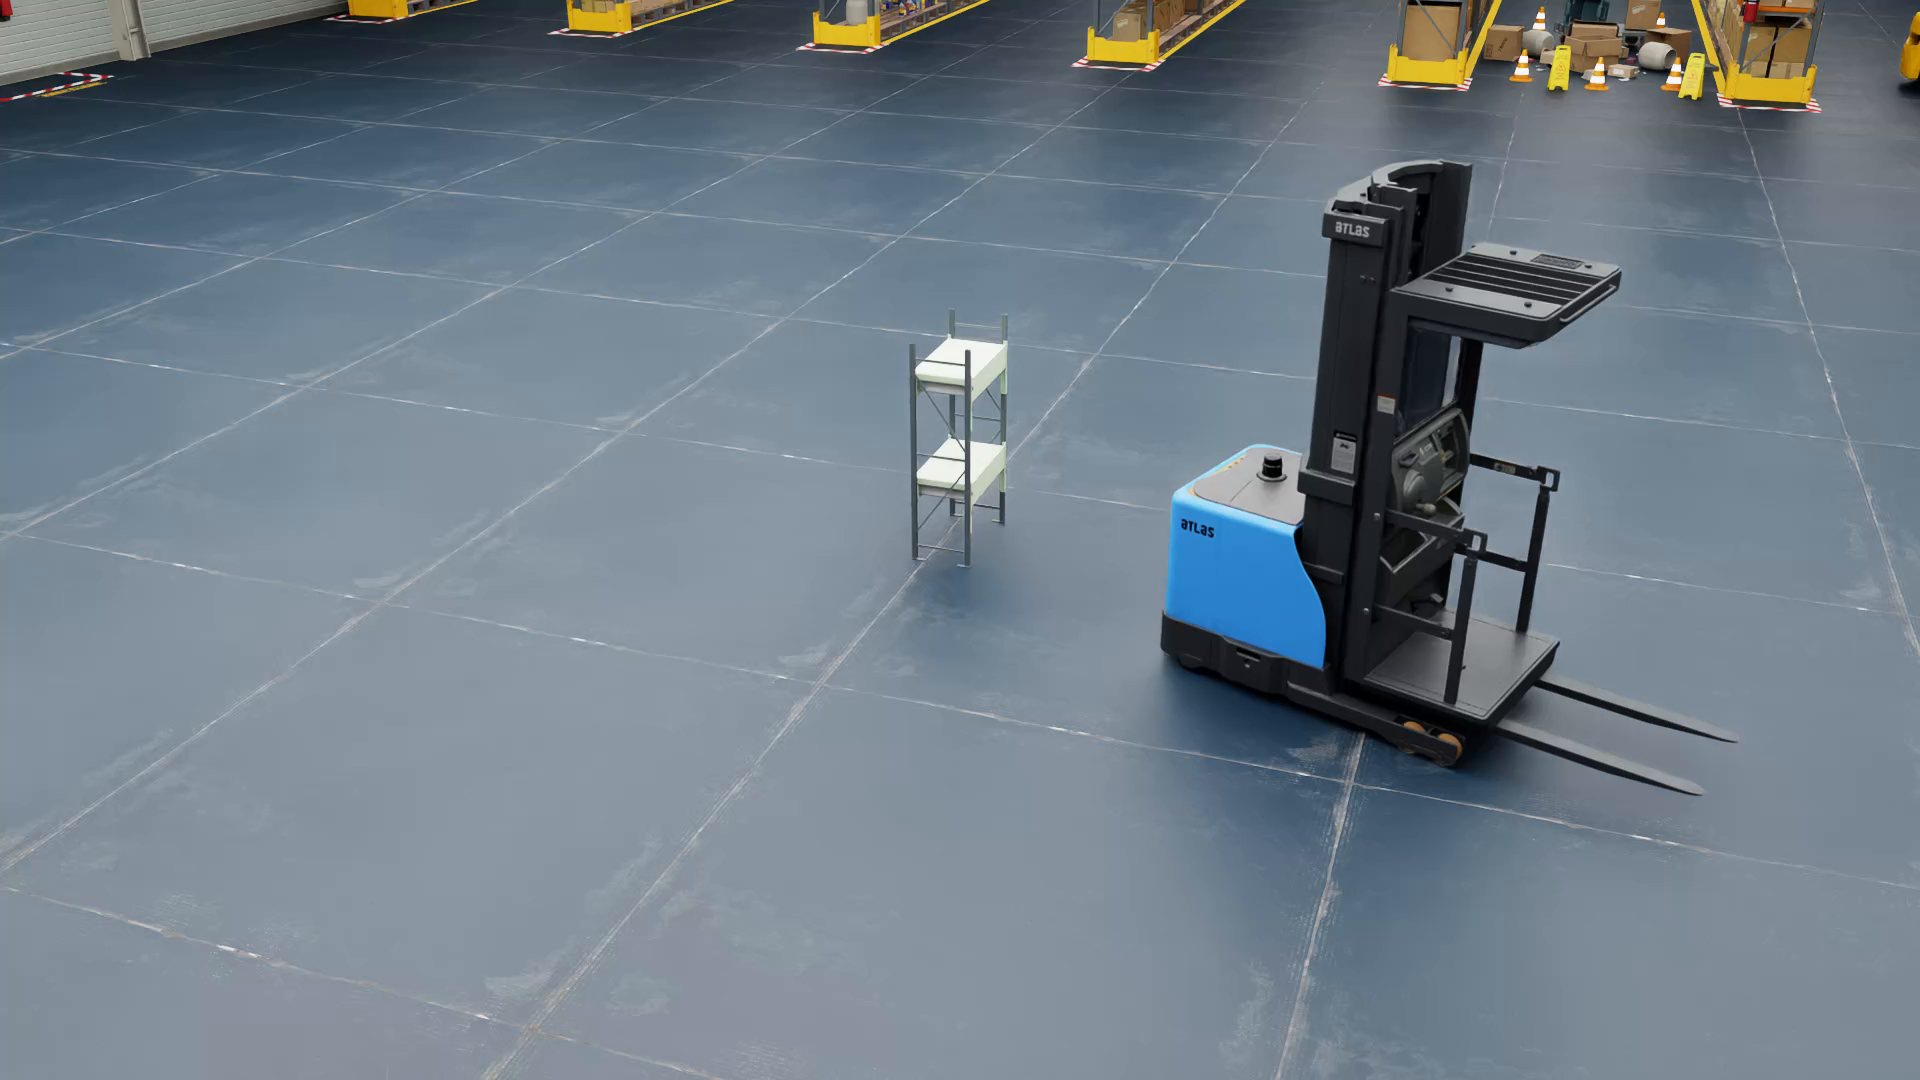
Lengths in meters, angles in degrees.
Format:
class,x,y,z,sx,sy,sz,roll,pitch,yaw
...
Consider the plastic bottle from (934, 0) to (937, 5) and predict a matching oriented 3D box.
class,x,y,z,sx,sy,sz,roll,pitch,yaw
plastic bottle,-0.490,-10.457,32.018,0.061,0.283,0.133,10,28,20

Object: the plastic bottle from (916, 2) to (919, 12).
class,x,y,z,sx,sy,sz,roll,pitch,yaw
plastic bottle,-0.827,-10.029,31.227,0.097,0.201,0.097,0,26,0

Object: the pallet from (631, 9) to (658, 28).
class,x,y,z,sx,sy,sz,roll,pitch,yaw
pallet,-6.427,-9.868,31.390,1.003,0.211,1.213,9,27,17

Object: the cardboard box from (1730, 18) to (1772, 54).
class,x,y,z,sx,sy,sz,roll,pitch,yaw
cardboard box,12.235,-7.799,25.728,0.500,0.500,0.500,10,28,19

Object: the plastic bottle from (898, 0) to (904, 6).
class,x,y,z,sx,sy,sz,roll,pitch,yaw
plastic bottle,-1.165,-10.440,31.906,0.144,0.351,0.185,9,27,17

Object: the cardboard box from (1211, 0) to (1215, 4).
class,x,y,z,sx,sy,sz,roll,pitch,yaw
cardboard box,4.616,-10.754,32.383,0.700,0.500,0.500,6,27,13

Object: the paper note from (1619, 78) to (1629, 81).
class,x,y,z,sx,sy,sz,roll,pitch,yaw
paper note,10.481,-7.269,26.228,0.148,0.019,0.142,0,26,-1

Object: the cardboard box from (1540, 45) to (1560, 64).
class,x,y,z,sx,sy,sz,roll,pitch,yaw
cardboard box,9.838,-8.044,27.559,0.396,0.266,0.258,14,29,26

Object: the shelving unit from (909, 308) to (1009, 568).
class,x,y,z,sx,sy,sz,roll,pitch,yaw
shelving unit,-0.002,-0.672,10.917,0.431,1.500,0.755,9,27,17

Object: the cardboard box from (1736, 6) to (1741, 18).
class,x,y,z,sx,sy,sz,roll,pitch,yaw
cardboard box,12.210,-8.139,25.687,0.380,0.149,0.250,9,27,18

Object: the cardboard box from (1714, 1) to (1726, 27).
class,x,y,z,sx,sy,sz,roll,pitch,yaw
cardboard box,14.012,-9.376,29.706,0.950,0.372,0.625,10,27,19

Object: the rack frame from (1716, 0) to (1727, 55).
class,x,y,z,sx,sy,sz,roll,pitch,yaw
rack frame,13.374,-9.572,27.577,1.000,3.000,0.127,9,27,17

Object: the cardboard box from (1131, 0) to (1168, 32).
class,x,y,z,sx,sy,sz,roll,pitch,yaw
cardboard box,3.315,-9.188,29.172,0.500,0.500,0.500,11,28,22

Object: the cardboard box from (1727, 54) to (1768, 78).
class,x,y,z,sx,sy,sz,roll,pitch,yaw
cardboard box,12.067,-7.260,25.477,0.500,0.250,0.500,9,27,17

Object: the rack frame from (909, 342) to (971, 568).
class,x,y,z,sx,sy,sz,roll,pitch,yaw
rack frame,-0.124,-0.522,10.607,0.400,1.500,0.023,9,27,17

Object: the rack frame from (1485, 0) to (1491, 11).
class,x,y,z,sx,sy,sz,roll,pitch,yaw
rack frame,10.004,-11.892,32.369,1.000,3.000,0.127,9,27,17

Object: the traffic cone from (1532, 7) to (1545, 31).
class,x,y,z,sx,sy,sz,roll,pitch,yaw
traffic cone,10.543,-9.438,30.213,0.336,0.463,0.334,9,27,17

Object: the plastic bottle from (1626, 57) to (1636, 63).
class,x,y,z,sx,sy,sz,roll,pitch,yaw
plastic bottle,11.176,-7.991,27.684,0.133,0.061,0.283,14,29,26

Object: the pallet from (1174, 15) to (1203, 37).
class,x,y,z,sx,sy,sz,roll,pitch,yaw
pallet,3.839,-9.473,30.572,1.003,0.211,1.213,9,27,17

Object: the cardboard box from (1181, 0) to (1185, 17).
class,x,y,z,sx,sy,sz,roll,pitch,yaw
cardboard box,3.858,-9.914,30.671,0.500,0.500,0.500,8,27,16

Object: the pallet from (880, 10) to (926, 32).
class,x,y,z,sx,sy,sz,roll,pitch,yaw
pallet,-1.309,-9.699,31.040,1.003,0.211,1.213,9,27,17

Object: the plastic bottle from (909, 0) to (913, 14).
class,x,y,z,sx,sy,sz,roll,pitch,yaw
plastic bottle,-0.928,-9.935,30.954,0.097,0.271,0.097,0,26,0

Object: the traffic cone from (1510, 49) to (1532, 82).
class,x,y,z,sx,sy,sz,roll,pitch,yaw
traffic cone,8.858,-7.475,26.157,0.336,0.463,0.334,9,27,17

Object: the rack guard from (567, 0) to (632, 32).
class,x,y,z,sx,sy,sz,roll,pitch,yaw
rack guard,-6.650,-9.668,30.645,1.175,0.500,0.348,9,27,17

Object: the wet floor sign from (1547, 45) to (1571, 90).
class,x,y,z,sx,sy,sz,roll,pitch,yaw
wet floor sign,9.199,-7.246,25.474,0.267,0.644,0.232,4,26,8

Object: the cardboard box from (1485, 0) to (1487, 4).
class,x,y,z,sx,sy,sz,roll,pitch,yaw
cardboard box,9.717,-10.831,32.278,1.050,0.750,0.750,8,27,17

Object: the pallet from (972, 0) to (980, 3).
class,x,y,z,sx,sy,sz,roll,pitch,yaw
pallet,-0.012,-11.303,34.353,1.003,0.211,1.213,9,27,17

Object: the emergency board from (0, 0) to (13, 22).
class,x,y,z,sx,sy,sz,roll,pitch,yaw
emergency board,-14.753,-8.457,25.276,0.194,1.169,0.643,9,27,17

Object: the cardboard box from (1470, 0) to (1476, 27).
class,x,y,z,sx,sy,sz,roll,pitch,yaw
cardboard box,8.795,-9.693,29.926,1.050,0.750,0.750,9,27,17

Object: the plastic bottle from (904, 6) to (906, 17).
class,x,y,z,sx,sy,sz,roll,pitch,yaw
plastic bottle,-1.041,-9.764,30.681,0.097,0.201,0.097,0,26,0

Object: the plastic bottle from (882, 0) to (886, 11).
class,x,y,z,sx,sy,sz,roll,pitch,yaw
plastic bottle,-1.439,-10.066,31.304,0.097,0.201,0.097,0,26,0

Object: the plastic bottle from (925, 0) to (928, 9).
class,x,y,z,sx,sy,sz,roll,pitch,yaw
plastic bottle,-0.663,-10.244,31.578,0.061,0.283,0.133,11,28,21

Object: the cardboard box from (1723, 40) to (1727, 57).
class,x,y,z,sx,sy,sz,roll,pitch,yaw
cardboard box,12.582,-7.880,26.757,0.500,0.250,0.500,8,27,17

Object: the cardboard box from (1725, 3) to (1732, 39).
class,x,y,z,sx,sy,sz,roll,pitch,yaw
cardboard box,12.756,-8.436,27.043,0.500,0.500,0.500,10,28,20

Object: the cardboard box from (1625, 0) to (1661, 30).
class,x,y,z,sx,sy,sz,roll,pitch,yaw
cardboard box,11.686,-9.033,28.464,0.500,0.500,0.500,9,27,17

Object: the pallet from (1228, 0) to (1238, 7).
class,x,y,z,sx,sy,sz,roll,pitch,yaw
pallet,5.099,-11.077,33.885,1.003,0.211,1.213,9,27,17

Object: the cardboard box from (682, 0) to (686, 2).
class,x,y,z,sx,sy,sz,roll,pitch,yaw
cardboard box,-5.588,-10.764,32.714,0.500,0.250,0.500,9,27,17

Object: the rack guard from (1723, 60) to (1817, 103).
class,x,y,z,sx,sy,sz,roll,pitch,yaw
rack guard,12.069,-6.834,24.791,1.175,0.500,0.348,9,27,17

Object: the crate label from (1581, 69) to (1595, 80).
class,x,y,z,sx,sy,sz,roll,pitch,yaw
crate label,10.013,-7.357,26.287,0.250,0.136,0.298,-5,26,-9

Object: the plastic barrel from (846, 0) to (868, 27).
class,x,y,z,sx,sy,sz,roll,pitch,yaw
plastic barrel,-1.826,-9.434,29.666,0.421,0.512,0.421,0,26,0

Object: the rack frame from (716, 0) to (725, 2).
class,x,y,z,sx,sy,sz,roll,pitch,yaw
rack frame,-5.311,-12.447,33.515,1.000,3.000,0.127,9,27,17

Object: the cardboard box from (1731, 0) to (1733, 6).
class,x,y,z,sx,sy,sz,roll,pitch,yaw
cardboard box,12.656,-8.695,26.835,0.380,0.149,0.250,10,28,19

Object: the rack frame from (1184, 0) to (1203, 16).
class,x,y,z,sx,sy,sz,roll,pitch,yaw
rack frame,4.029,-11.009,30.545,1.000,3.000,0.127,9,27,17

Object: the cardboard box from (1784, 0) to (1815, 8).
class,x,y,z,sx,sy,sz,roll,pitch,yaw
cardboard box,12.352,-7.924,24.463,0.380,0.149,0.250,9,27,18

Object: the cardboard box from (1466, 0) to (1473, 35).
class,x,y,z,sx,sy,sz,roll,pitch,yaw
cardboard box,8.398,-9.232,28.832,0.875,0.875,0.875,9,27,18

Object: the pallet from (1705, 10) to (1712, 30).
class,x,y,z,sx,sy,sz,roll,pitch,yaw
pallet,14.444,-9.640,30.917,1.003,0.211,1.213,9,27,17

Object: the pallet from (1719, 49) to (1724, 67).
class,x,y,z,sx,sy,sz,roll,pitch,yaw
pallet,13.184,-8.036,27.604,1.003,0.211,1.213,9,27,17

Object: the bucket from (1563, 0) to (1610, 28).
class,x,y,z,sx,sy,sz,roll,pitch,yaw
bucket,10.802,-9.069,28.550,0.726,0.611,0.620,20,22,35

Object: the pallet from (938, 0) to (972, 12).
class,x,y,z,sx,sy,sz,roll,pitch,yaw
pallet,-0.417,-10.800,33.314,1.003,0.211,1.213,9,27,17

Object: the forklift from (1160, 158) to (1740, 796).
class,x,y,z,sx,sy,sz,roll,pitch,yaw
forklift,2.651,-0.388,8.687,3.031,2.935,1.130,19,32,34

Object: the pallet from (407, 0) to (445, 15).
class,x,y,z,sx,sy,sz,roll,pitch,yaw
pallet,-10.986,-10.625,32.952,1.003,0.211,1.213,9,27,17

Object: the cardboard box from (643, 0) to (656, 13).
class,x,y,z,sx,sy,sz,roll,pitch,yaw
cardboard box,-6.091,-10.149,31.442,0.500,0.250,0.500,9,27,17

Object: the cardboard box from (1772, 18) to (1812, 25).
class,x,y,z,sx,sy,sz,roll,pitch,yaw
cardboard box,12.750,-7.734,25.594,0.500,0.500,0.500,8,27,16
